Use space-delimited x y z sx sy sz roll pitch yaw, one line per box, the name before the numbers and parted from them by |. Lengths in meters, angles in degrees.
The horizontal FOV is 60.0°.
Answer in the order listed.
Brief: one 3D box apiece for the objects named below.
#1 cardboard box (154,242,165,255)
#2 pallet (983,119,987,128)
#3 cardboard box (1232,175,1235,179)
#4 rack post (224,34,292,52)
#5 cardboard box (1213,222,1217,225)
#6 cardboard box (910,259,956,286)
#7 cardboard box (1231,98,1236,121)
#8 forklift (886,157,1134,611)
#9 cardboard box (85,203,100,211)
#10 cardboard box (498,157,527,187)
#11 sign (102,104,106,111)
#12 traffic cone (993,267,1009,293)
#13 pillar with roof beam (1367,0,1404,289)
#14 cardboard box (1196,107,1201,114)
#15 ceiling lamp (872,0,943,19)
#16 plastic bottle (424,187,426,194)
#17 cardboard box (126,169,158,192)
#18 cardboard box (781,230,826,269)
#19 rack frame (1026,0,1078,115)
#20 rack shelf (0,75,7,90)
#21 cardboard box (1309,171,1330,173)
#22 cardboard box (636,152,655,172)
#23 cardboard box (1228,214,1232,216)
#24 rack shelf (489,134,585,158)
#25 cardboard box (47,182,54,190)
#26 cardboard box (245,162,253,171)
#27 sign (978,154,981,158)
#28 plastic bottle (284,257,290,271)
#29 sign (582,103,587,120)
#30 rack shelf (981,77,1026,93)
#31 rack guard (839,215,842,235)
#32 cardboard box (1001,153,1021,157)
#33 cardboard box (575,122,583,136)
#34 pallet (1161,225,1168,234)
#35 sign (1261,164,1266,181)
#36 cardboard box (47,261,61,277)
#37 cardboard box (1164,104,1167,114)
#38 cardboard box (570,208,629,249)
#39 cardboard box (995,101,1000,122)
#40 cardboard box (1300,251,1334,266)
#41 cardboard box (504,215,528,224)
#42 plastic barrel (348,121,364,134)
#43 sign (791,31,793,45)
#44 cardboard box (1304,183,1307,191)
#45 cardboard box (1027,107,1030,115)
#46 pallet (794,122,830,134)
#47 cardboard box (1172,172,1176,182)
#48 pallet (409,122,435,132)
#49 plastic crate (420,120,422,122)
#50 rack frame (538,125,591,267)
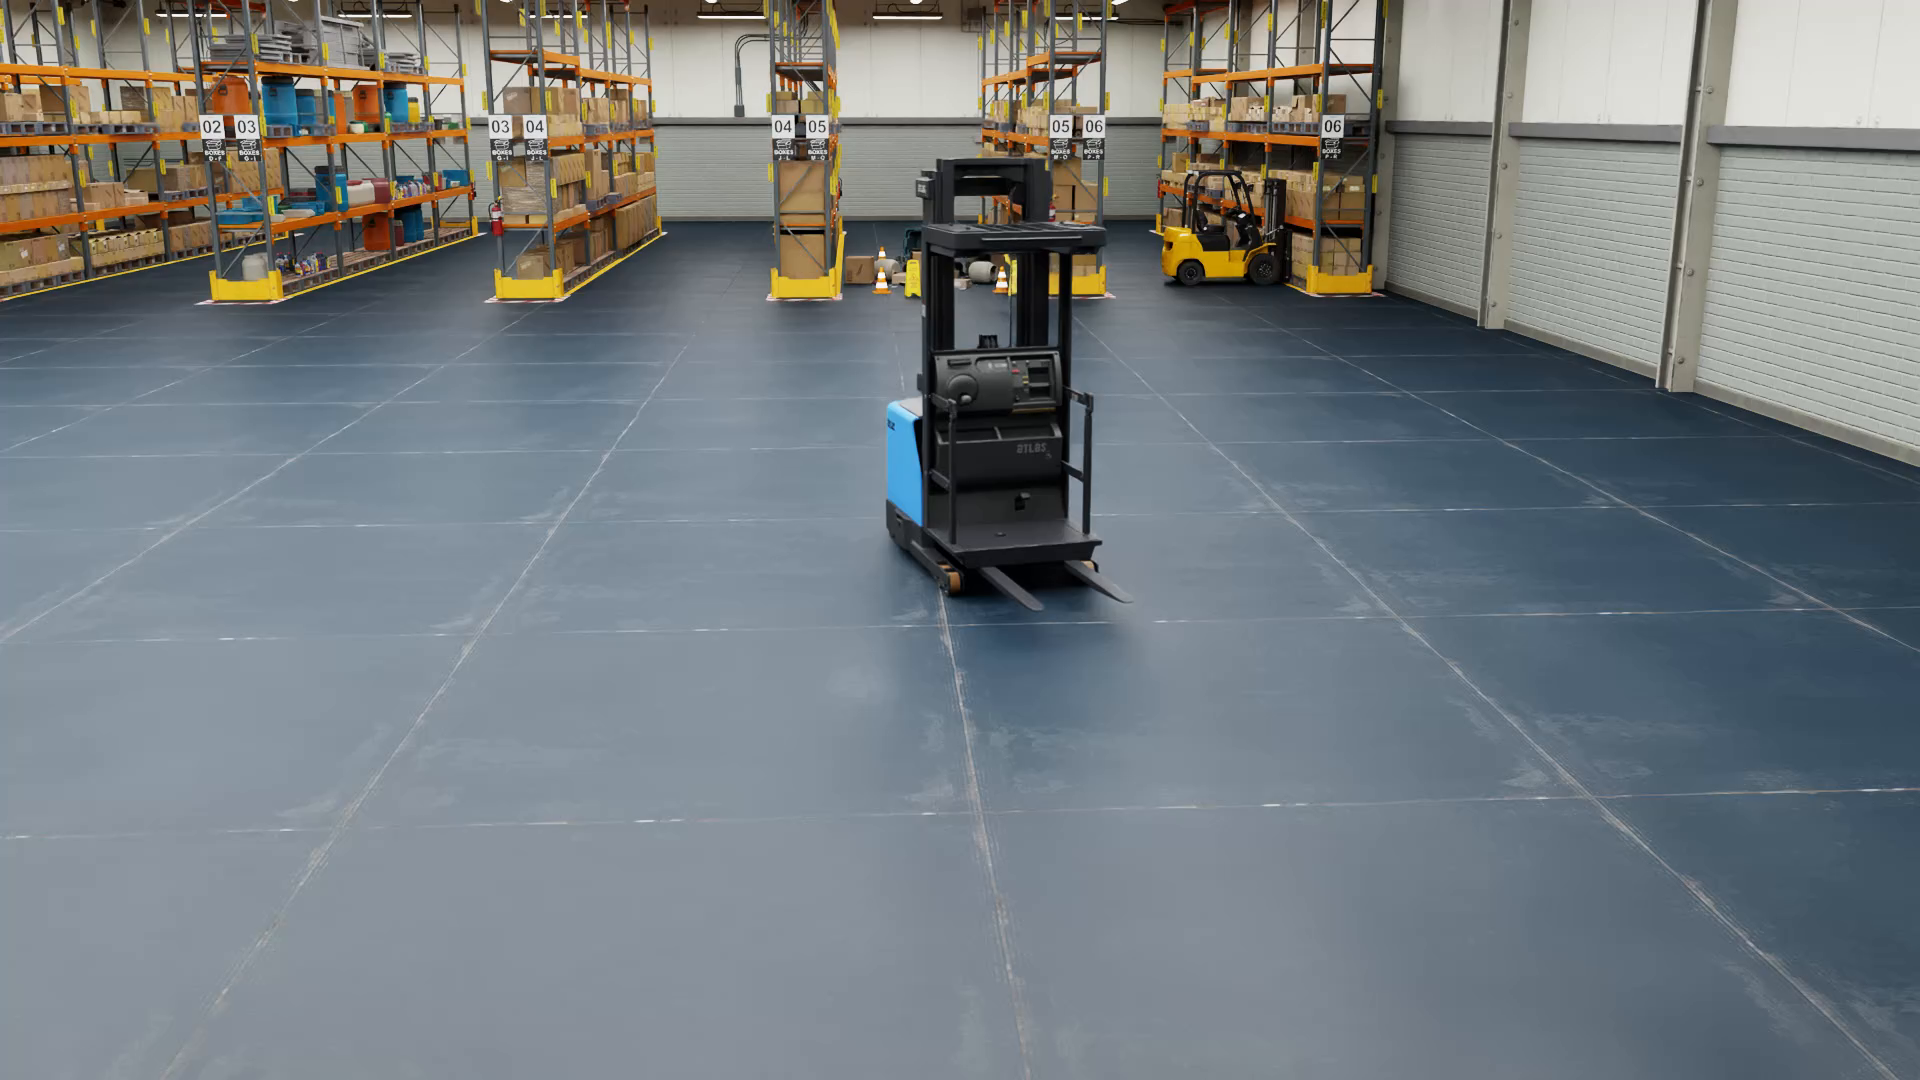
cardboard box | -17.899 -6.426 36.658 0.500 0.250 0.500 -1 14 -2
pallet | 1.164 -11.201 44.700 1.003 0.211 1.213 -1 14 -3
cardboard box | 6.342 -8.213 37.424 0.380 0.149 0.250 0 14 -2
rack post | -12.887 -9.118 30.555 0.937 0.300 0.954 -1 14 -4
cardboard box | 6.296 -7.283 39.487 0.500 0.500 0.500 -1 14 -4
cardboard box | -0.537 -5.186 32.171 0.797 0.503 0.637 -13 20 -42
cardboard box | 6.359 -9.633 37.182 0.500 0.500 0.500 -1 14 -3
forklift | 0.340 -1.146 11.600 1.130 2.935 3.031 -4 15 -17
cardboard box | -17.778 -6.788 33.895 0.380 0.149 0.250 -1 14 -3
cardboard box | -8.073 -6.654 30.062 0.500 0.500 0.500 -1 14 -3
sign | -18.717 -9.377 36.392 0.100 0.325 0.005 -1 14 -3
traffic cone | 0.785 -4.855 30.968 0.336 0.463 0.334 -1 14 -3
pillar with roof beam | 3.613 -9.100 30.337 9.100 9.000 0.400 -1 14 -3
cardboard box | 5.993 -10.512 40.707 0.380 0.149 0.250 -1 14 -4
ceiling lamp | -1.478 -16.338 46.753 2.000 3.185 0.800 -1 14 -3
plastic bottle | -13.097 -8.534 40.574 0.097 0.201 0.097 0 14 0
cardboard box | -18.327 -8.088 37.398 0.700 0.500 0.500 -6 16 -22
cardboard box | -3.000 -5.456 31.633 0.875 0.875 0.875 -1 14 -4
rack frame | 1.851 -9.897 33.433 1.000 3.000 0.127 -1 14 -3
rack shelf | -23.243 -10.465 37.886 1.077 0.370 4.000 -1 14 -3
cardboard box | 7.208 -7.311 33.323 0.380 0.149 0.250 -1 14 -5
cardboard box | -8.491 -10.141 44.618 0.500 0.500 0.500 -1 14 -3
cardboard box | 6.703 -7.826 40.296 0.380 0.149 0.250 -1 14 -3
rack shelf | -7.916 -7.446 31.368 1.077 0.370 4.000 -1 14 -3
cardboard box | -17.647 -6.793 31.906 0.380 0.149 0.250 -1 14 -4
cardboard box | -18.235 -9.587 42.059 0.500 0.500 0.500 -1 14 -5
sign | 0.553 -10.427 45.634 0.100 0.325 0.005 -1 14 -3
plastic bottle | -13.218 -5.413 32.636 0.097 0.271 0.097 0 14 0
sign | -7.499 -8.552 33.187 0.100 0.325 0.005 -1 14 -3
rack shelf | 1.232 -11.842 43.238 1.077 0.370 4.000 -1 14 -3
rack guard | -3.822 -8.645 45.623 1.175 0.500 0.348 -1 14 -3
cardboard box | 1.246 -8.895 39.370 0.500 0.500 0.500 -1 14 -3
cardboard box | -7.751 -8.109 32.806 0.500 0.250 0.500 0 14 -1
pallet | 6.117 -8.486 45.584 1.003 0.211 1.213 -1 14 -3
sign | 6.264 -7.581 34.305 0.100 0.325 0.005 -1 14 -3
cardboard box | -17.614 -5.198 31.884 0.500 0.250 0.500 -1 14 -3
cardboard box | 5.838 -11.706 45.182 0.500 0.250 0.500 -1 14 -4
cardboard box | -8.310 -7.180 38.333 1.225 0.875 0.875 -2 15 -6
cardboard box | 1.121 -10.462 40.605 0.500 0.500 0.500 -1 14 -4
cardboard box | 6.711 -5.304 31.295 0.500 0.250 0.500 -1 14 -4
cardboard box | -8.016 -5.790 30.014 0.380 0.149 0.250 -1 14 -3
plastic barrel | -12.919 -8.830 35.583 0.301 0.262 0.301 0 14 0
sign | -4.121 -12.272 40.630 0.100 0.325 0.005 -1 14 -3
cardboard box | 6.747 -6.709 31.580 0.380 0.149 0.250 -1 14 -4
cardboard box | 1.545 -8.625 33.414 0.380 0.149 0.250 -1 14 -4
pallet | -2.970 -7.793 31.455 1.003 0.211 1.213 -1 14 -3
cardboard box | 5.940 -9.630 44.138 0.500 0.250 0.500 -1 14 -5
pallet | -13.333 -9.920 39.919 1.213 0.211 1.003 -1 14 -3
plastic crate | -13.897 -10.586 42.368 0.437 0.282 0.530 -1 14 -3
rack frame | -8.040 -6.839 33.586 1.000 3.000 0.127 -1 14 -3
